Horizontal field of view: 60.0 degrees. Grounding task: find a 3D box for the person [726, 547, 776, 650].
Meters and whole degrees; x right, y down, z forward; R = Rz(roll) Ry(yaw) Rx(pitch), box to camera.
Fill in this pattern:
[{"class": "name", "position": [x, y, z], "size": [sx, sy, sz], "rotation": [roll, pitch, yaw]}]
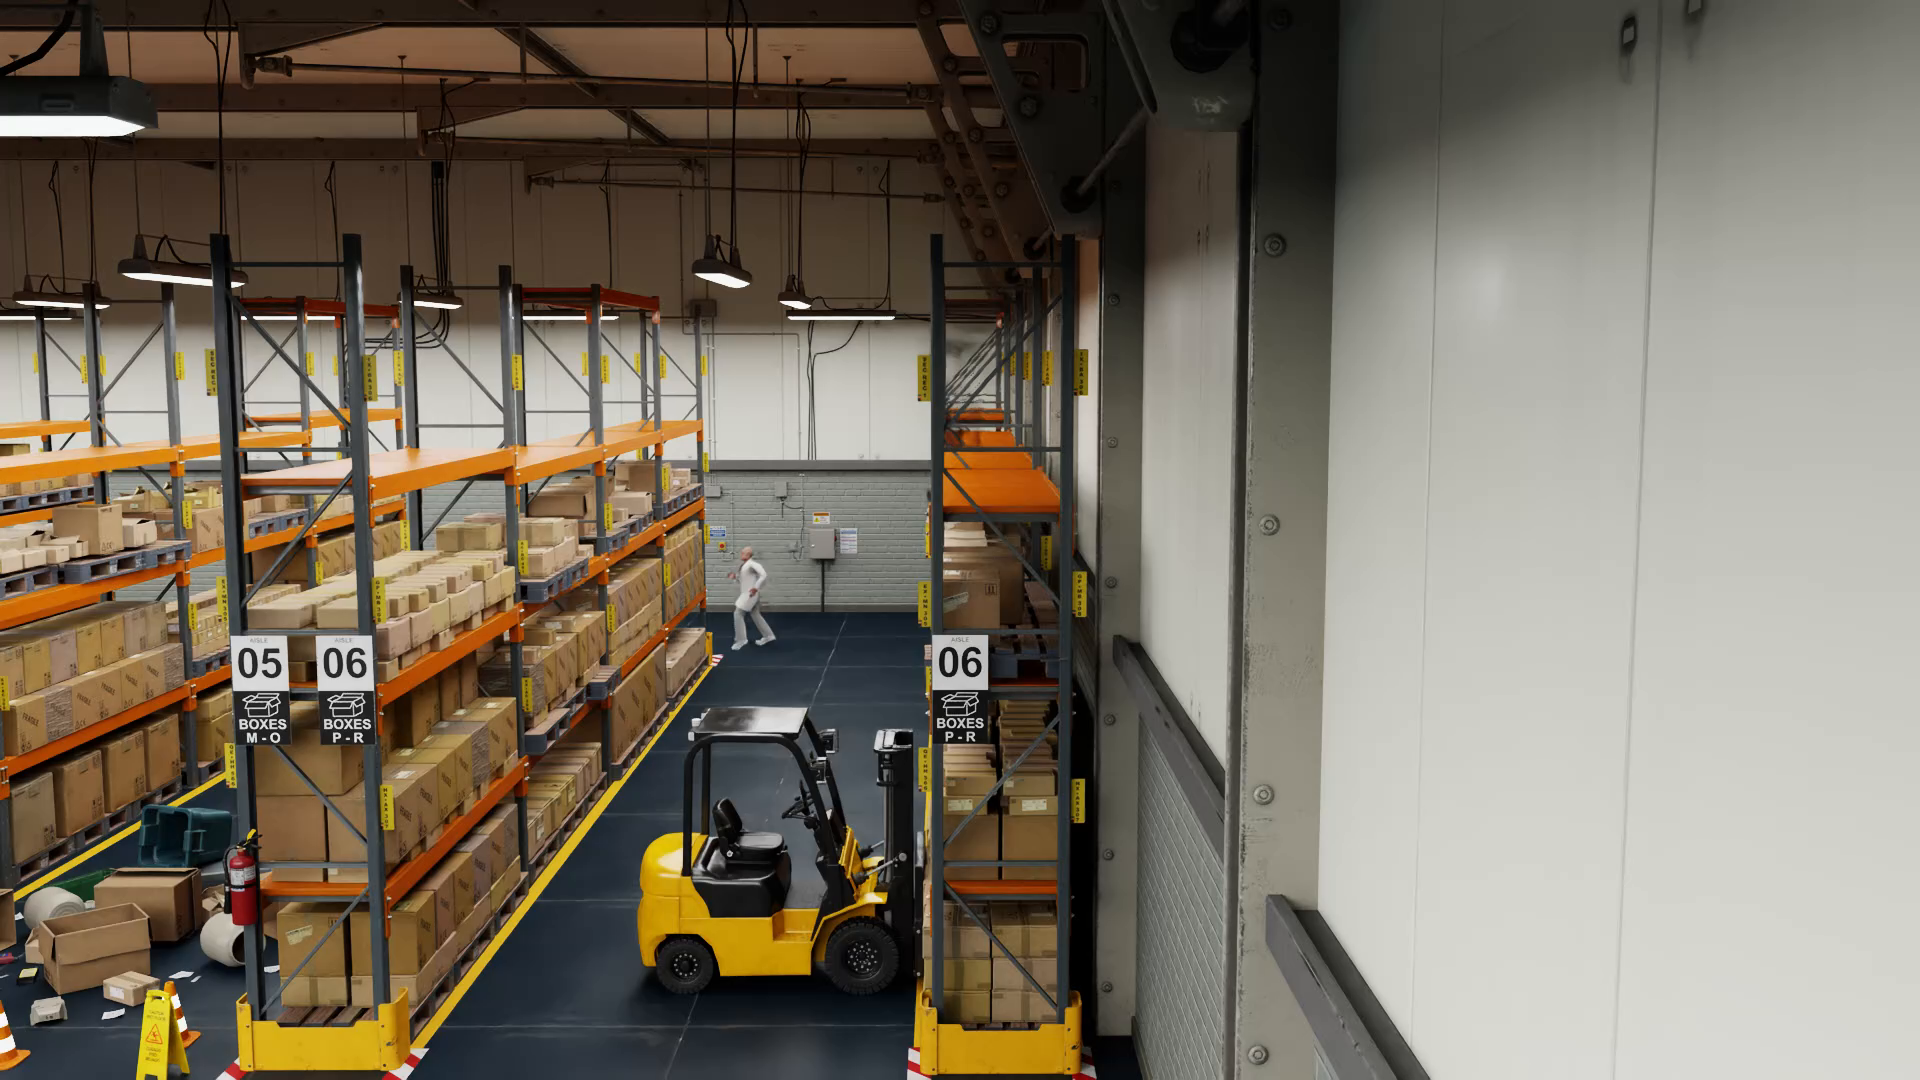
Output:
[{"class": "person", "position": [-3.704, 1.041, 29.486], "size": [0.861, 1.855, 0.662], "rotation": [-1, 6, -10]}]
